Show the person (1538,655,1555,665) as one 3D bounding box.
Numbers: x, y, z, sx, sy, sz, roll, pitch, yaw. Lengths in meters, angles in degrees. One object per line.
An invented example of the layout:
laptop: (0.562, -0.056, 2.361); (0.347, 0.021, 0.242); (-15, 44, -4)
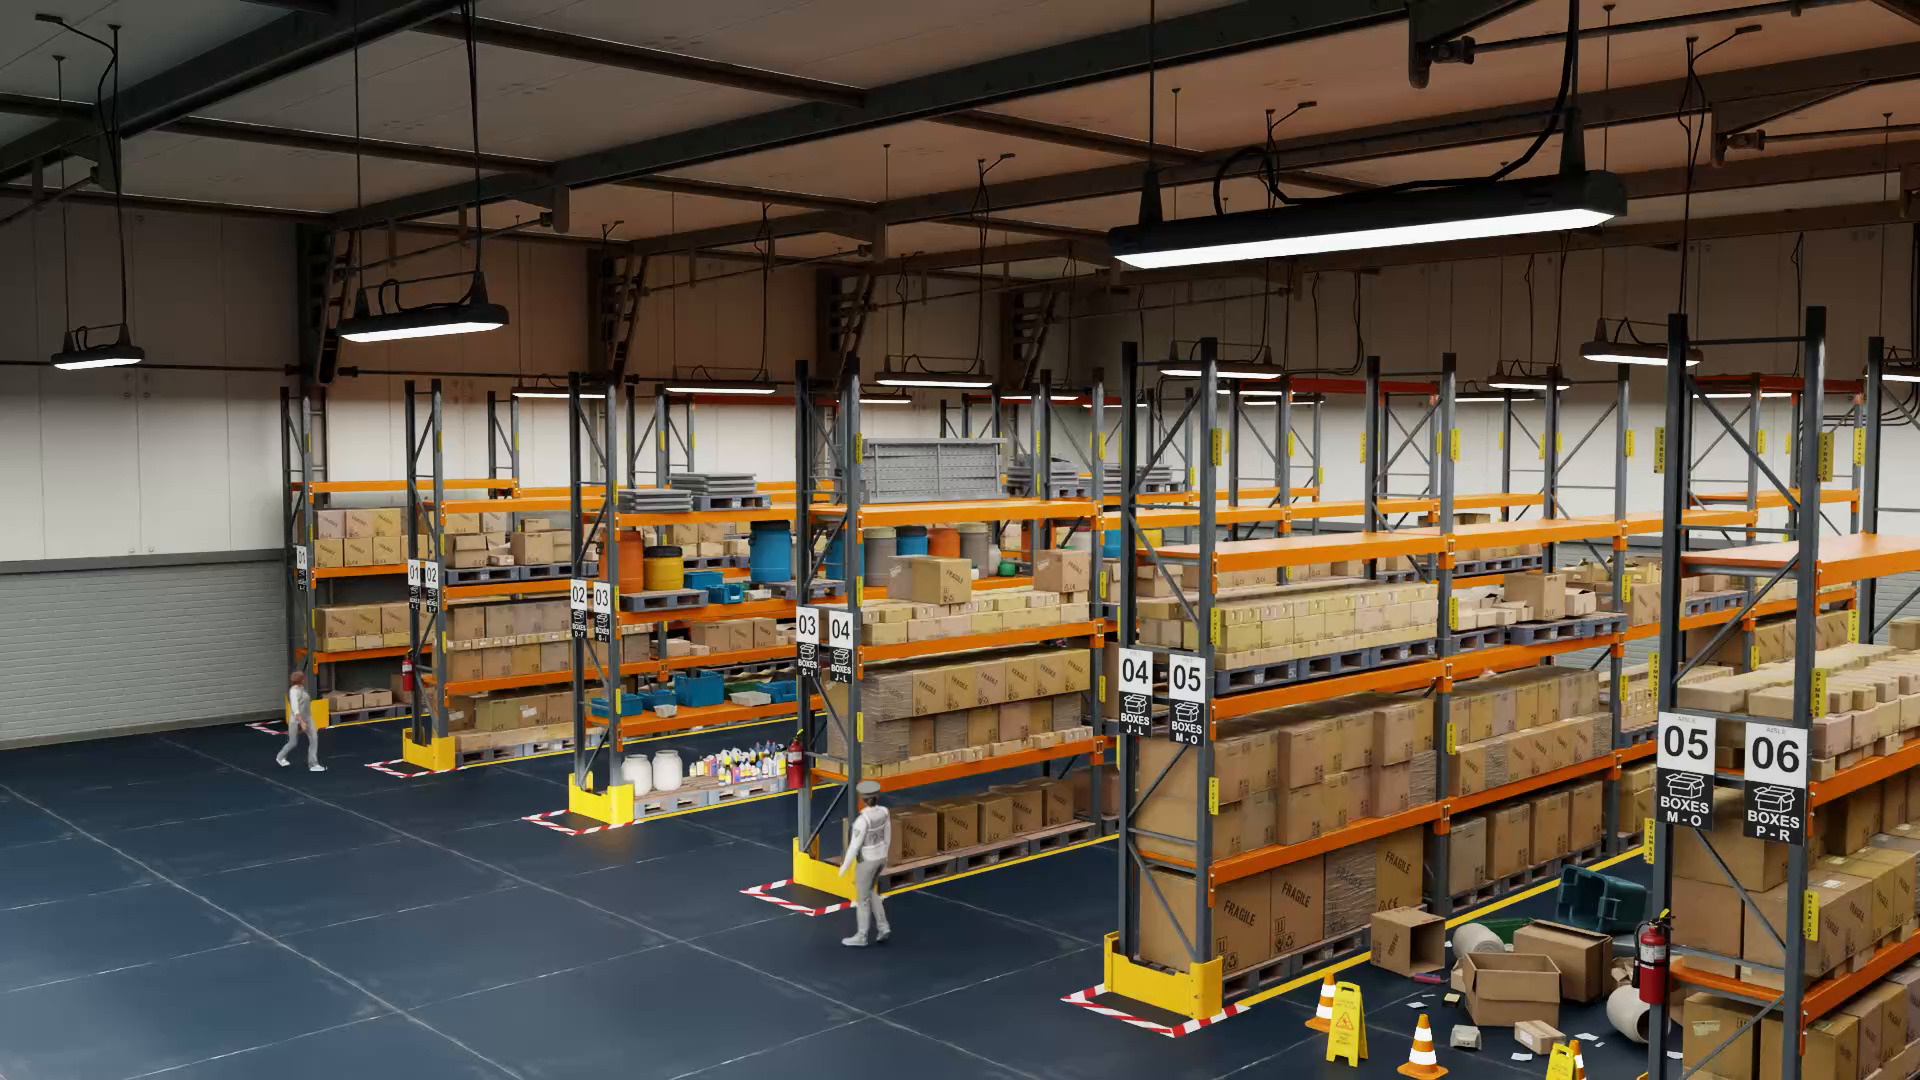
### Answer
person: (10.682, 2.316, 30.718); (0.562, 1.789, 0.504); (3, 5, 40)

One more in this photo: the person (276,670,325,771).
person: (-10.115, 2.808, 25.428); (0.891, 1.440, 0.399); (2, 4, 33)

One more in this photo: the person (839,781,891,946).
person: (-0.953, 3.265, 16.772); (0.455, 1.700, 0.559); (2, 4, 26)

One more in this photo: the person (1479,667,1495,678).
person: (8.055, 2.651, 25.592); (0.411, 1.827, 0.554); (1, 4, 13)
